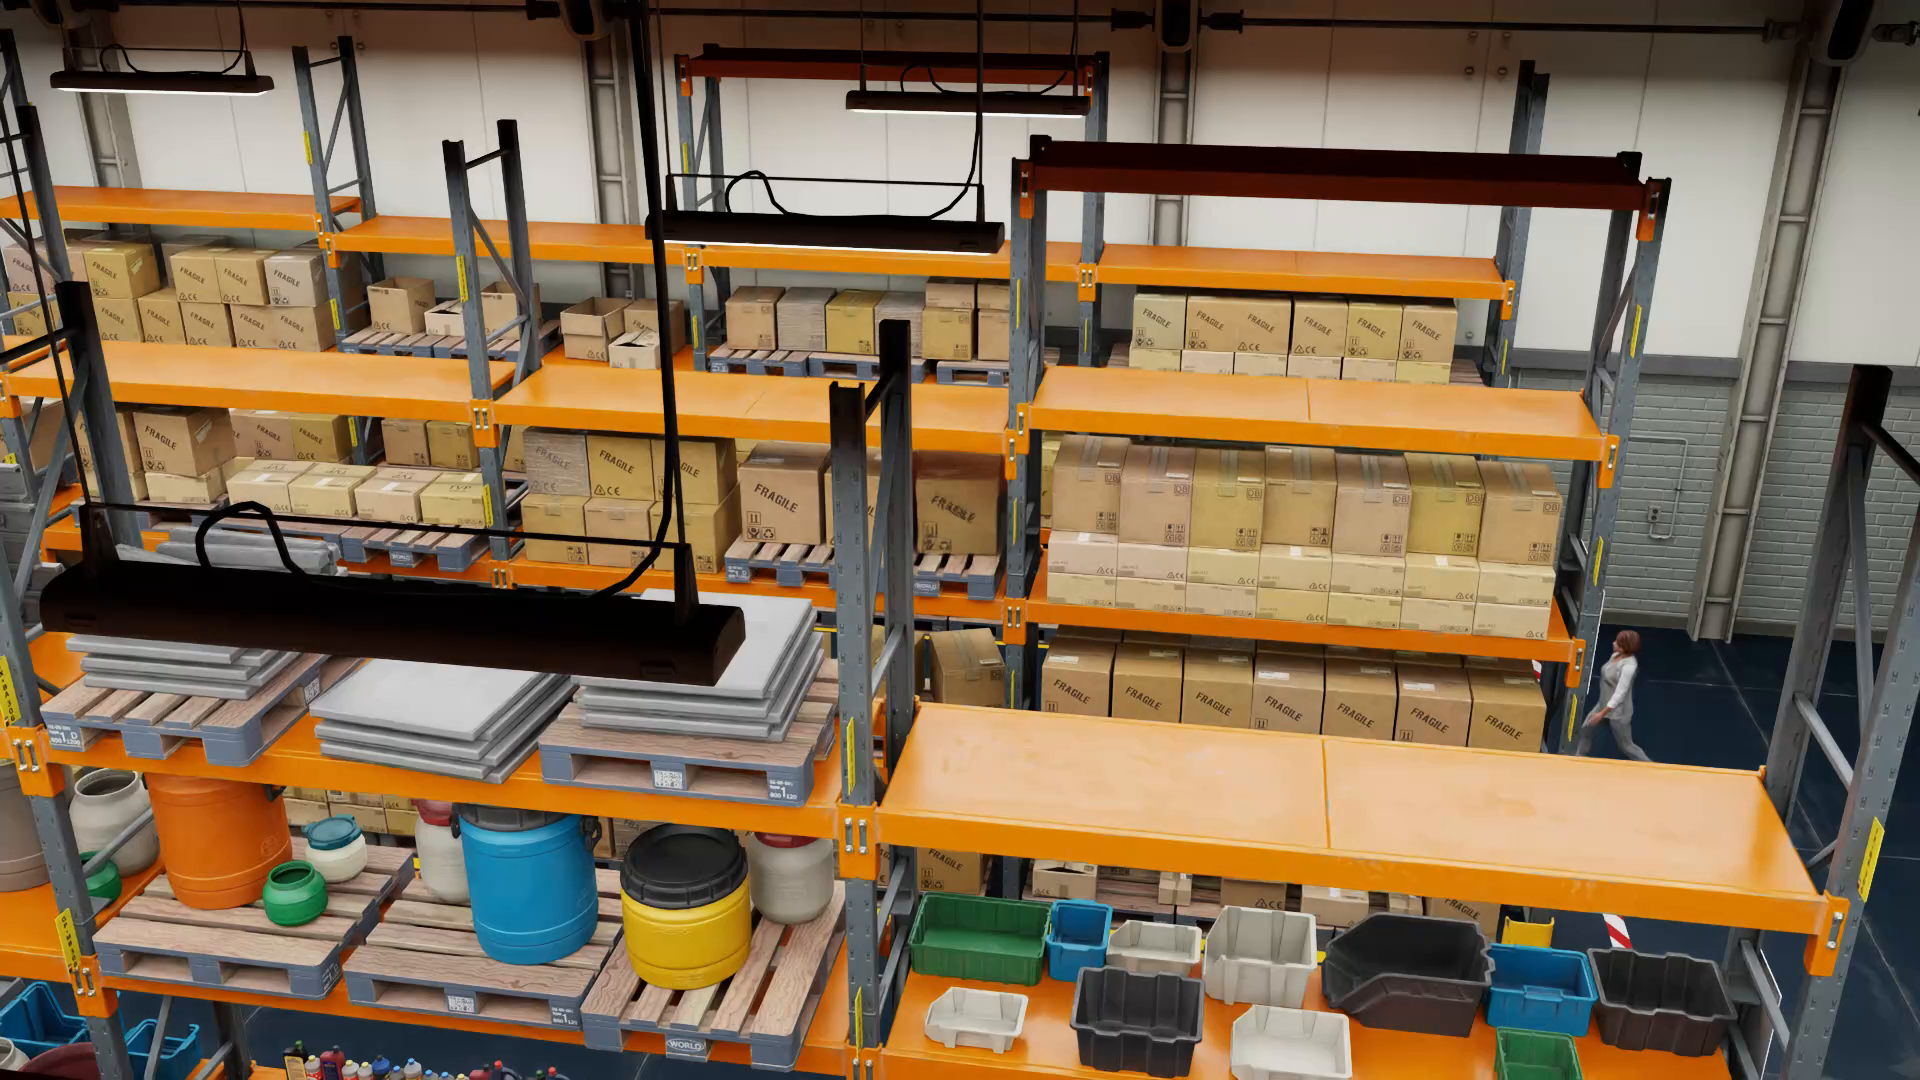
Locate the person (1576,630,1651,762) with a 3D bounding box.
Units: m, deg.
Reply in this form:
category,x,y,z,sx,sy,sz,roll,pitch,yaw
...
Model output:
category,x,y,z,sx,sy,sz,roll,pitch,yaw
person,5.810,1.497,14.799,0.972,1.538,0.436,4,23,9
